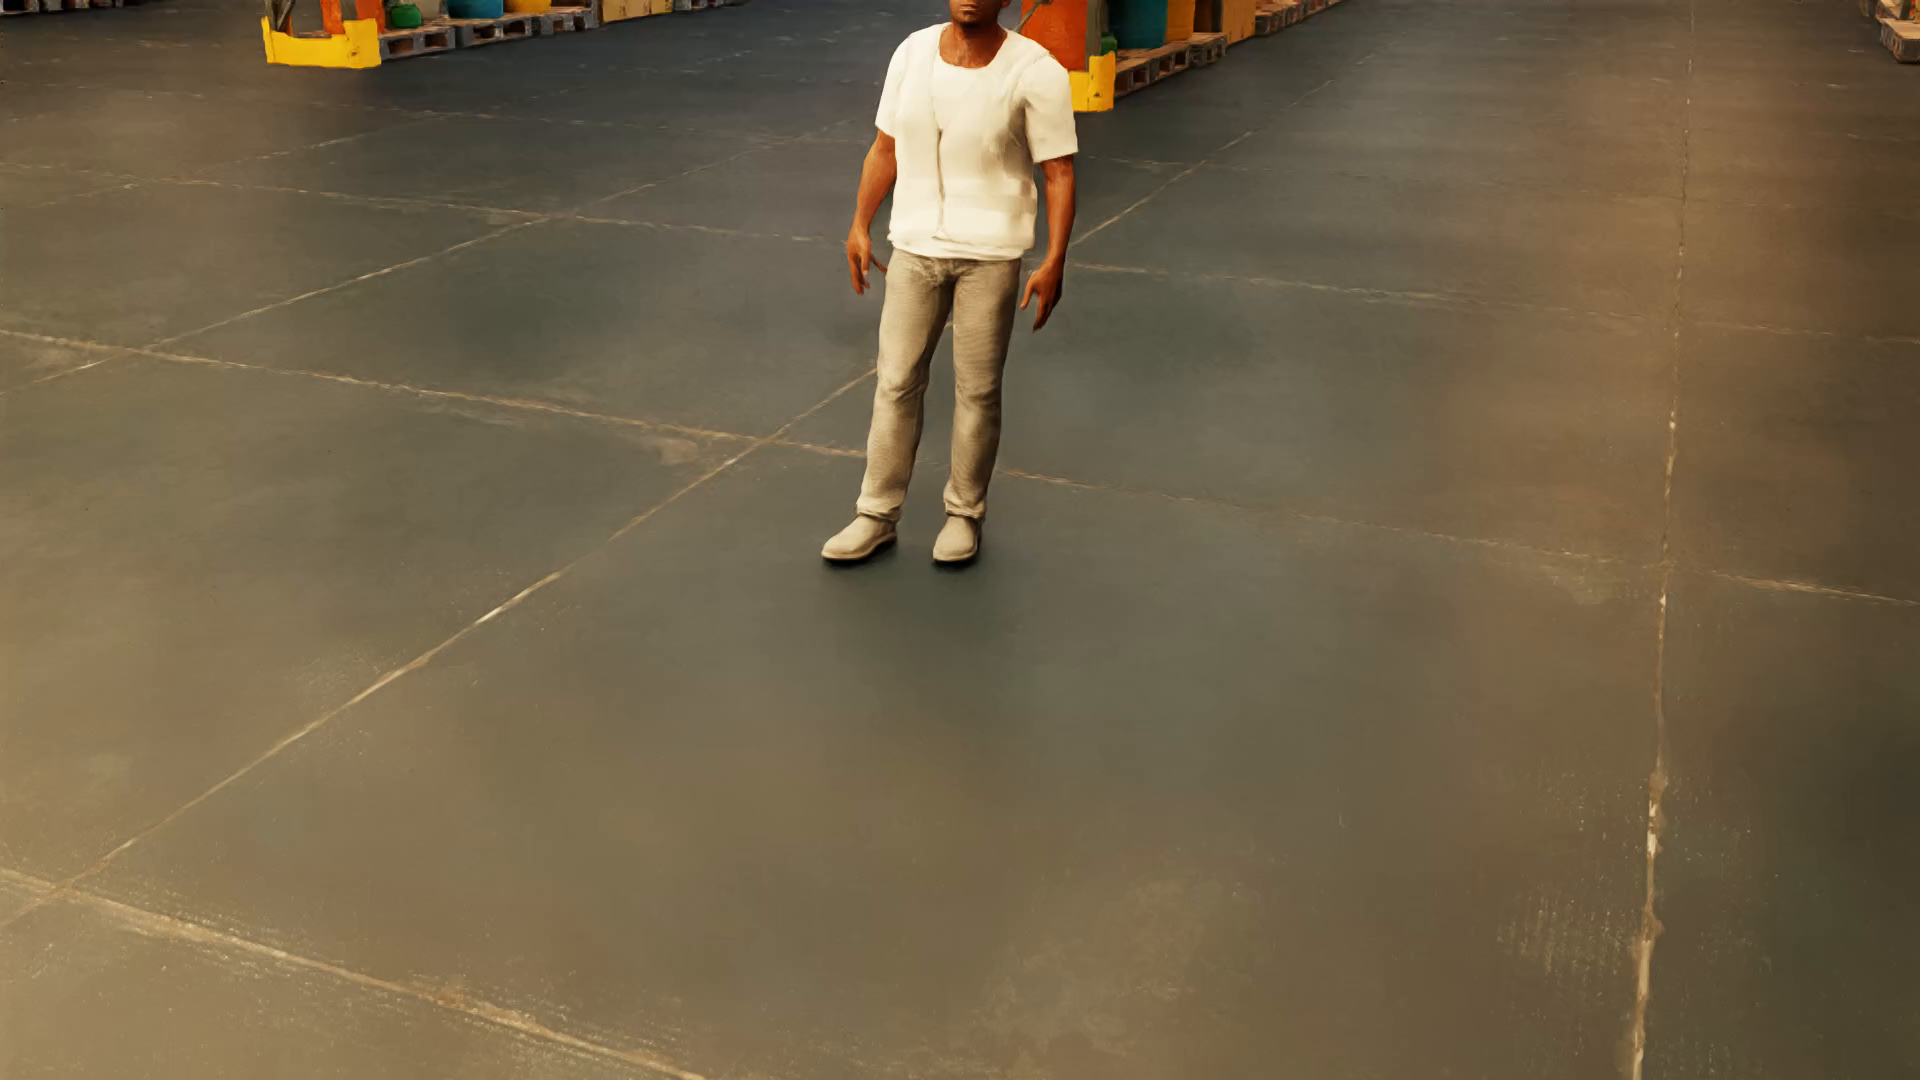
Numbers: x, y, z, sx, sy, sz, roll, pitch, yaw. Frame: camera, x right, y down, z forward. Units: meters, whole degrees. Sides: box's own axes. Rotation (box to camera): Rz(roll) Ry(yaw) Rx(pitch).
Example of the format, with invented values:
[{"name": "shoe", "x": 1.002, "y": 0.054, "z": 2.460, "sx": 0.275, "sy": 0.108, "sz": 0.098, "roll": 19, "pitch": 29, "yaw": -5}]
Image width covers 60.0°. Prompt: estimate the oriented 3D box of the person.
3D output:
[{"name": "person", "x": -0.031, "y": -0.797, "z": 4.692, "sx": 0.665, "sy": 1.766, "sz": 0.576, "roll": 9, "pitch": 24, "yaw": 21}]
